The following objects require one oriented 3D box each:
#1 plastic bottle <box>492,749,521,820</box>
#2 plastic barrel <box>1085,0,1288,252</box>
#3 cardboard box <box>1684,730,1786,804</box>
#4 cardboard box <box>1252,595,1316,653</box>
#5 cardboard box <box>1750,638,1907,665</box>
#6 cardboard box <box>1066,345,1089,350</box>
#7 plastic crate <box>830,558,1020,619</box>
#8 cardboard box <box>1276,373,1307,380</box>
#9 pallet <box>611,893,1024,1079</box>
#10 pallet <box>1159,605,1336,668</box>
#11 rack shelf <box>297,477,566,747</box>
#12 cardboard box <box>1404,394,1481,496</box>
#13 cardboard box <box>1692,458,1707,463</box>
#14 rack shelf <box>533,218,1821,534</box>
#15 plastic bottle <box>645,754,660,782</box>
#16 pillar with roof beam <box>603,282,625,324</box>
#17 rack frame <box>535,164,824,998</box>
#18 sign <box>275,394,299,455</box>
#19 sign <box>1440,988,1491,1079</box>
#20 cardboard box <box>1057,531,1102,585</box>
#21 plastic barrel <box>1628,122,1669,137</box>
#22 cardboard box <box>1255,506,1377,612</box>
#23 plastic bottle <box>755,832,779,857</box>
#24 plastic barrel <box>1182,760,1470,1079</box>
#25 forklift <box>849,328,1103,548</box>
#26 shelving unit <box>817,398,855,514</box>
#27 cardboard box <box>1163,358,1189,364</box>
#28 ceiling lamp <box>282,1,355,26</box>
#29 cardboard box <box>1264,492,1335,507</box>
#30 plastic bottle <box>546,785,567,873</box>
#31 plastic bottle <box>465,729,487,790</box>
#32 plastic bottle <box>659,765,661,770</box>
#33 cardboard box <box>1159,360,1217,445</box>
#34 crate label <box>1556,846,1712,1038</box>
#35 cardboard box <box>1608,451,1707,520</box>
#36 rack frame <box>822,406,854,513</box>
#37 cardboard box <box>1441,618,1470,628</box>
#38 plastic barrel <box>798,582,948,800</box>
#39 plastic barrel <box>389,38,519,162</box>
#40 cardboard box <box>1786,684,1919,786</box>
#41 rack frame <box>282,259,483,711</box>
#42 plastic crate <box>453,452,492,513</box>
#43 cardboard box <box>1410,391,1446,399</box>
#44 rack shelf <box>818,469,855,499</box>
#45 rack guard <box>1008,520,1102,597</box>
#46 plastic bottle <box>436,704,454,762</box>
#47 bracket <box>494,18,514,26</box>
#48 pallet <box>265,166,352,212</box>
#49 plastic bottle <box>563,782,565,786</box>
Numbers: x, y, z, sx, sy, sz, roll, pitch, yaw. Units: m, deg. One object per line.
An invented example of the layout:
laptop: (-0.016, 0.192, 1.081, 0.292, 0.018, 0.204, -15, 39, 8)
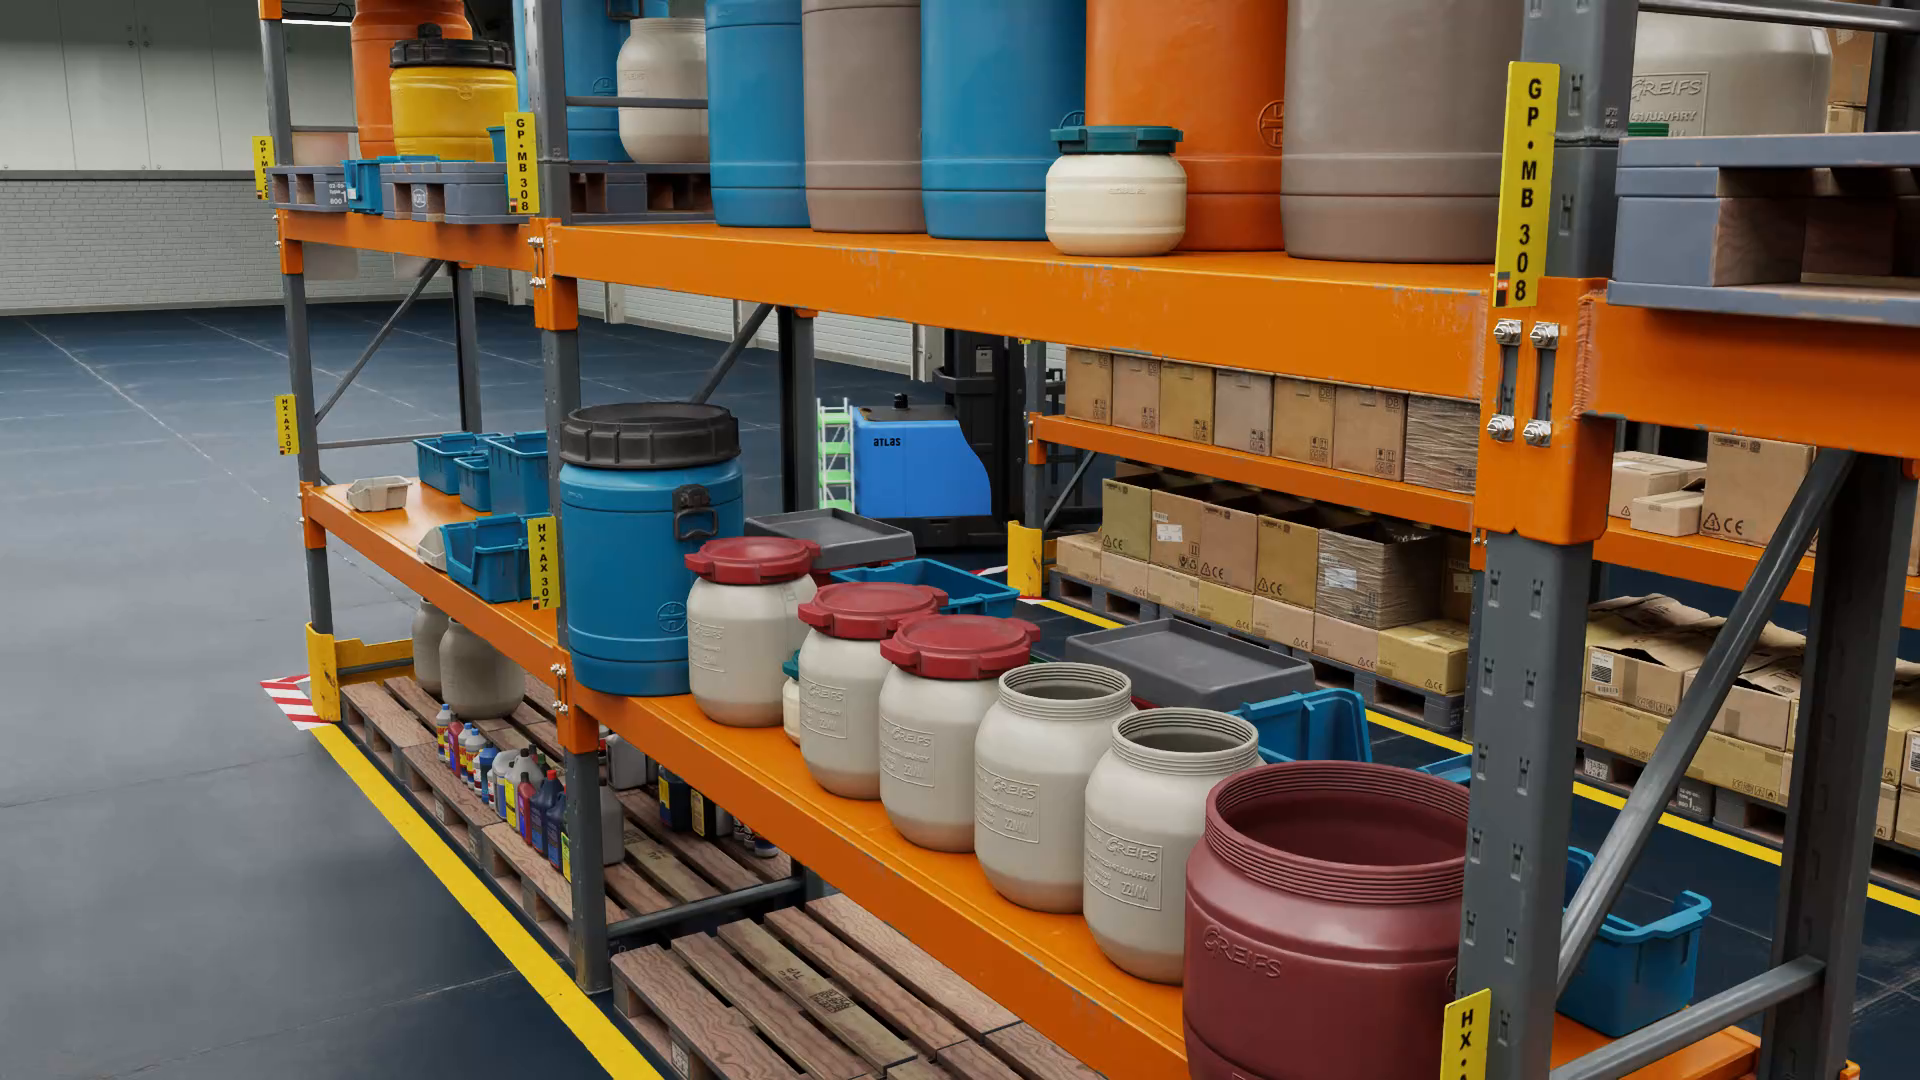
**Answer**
plastic bottle: (-1.959, 1.069, 7.298, 0.152, 0.276, 0.135, -8, 15, -32)
plastic barrel: (0.589, -1.097, 3.831, 0.600, 0.830, 0.708, -8, 15, -33)
cardboard box: (3.724, 0.991, 7.761, 0.500, 0.250, 0.500, -9, 15, -34)
cardboard box: (2.138, 0.473, 10.129, 0.500, 0.250, 0.500, -8, 15, -33)
cardboard box: (4.166, 0.652, 7.999, 0.500, 0.311, 0.500, -8, 15, -33)
cardboard box: (0.957, -1.413, 11.548, 0.380, 0.149, 0.250, -8, 15, -33)
plastic crate: (-0.120, 0.322, 5.406, 0.392, 0.384, 0.575, -8, 15, -33)
cardboard box: (2.104, -1.046, 9.870, 0.380, 0.149, 0.250, -8, 14, -31)
pallet: (-0.523, 1.652, 5.813, 1.003, 0.211, 1.213, -8, 15, -33)
pallet: (2.050, 0.568, 10.771, 1.003, 0.211, 1.213, -8, 15, -33)
rack shelf: (-2.098, 0.150, 7.836, 1.077, 0.370, 4.000, -8, 15, -33)
cardboard box: (2.884, -0.558, 9.158, 0.700, 0.500, 0.500, -9, 15, -34)
cardboard box: (6.030, -0.352, 13.270, 0.700, 0.500, 0.500, -9, 15, -36)
rack shelf: (0.118, -0.604, 4.263, 1.077, 0.370, 4.000, -8, 15, -33)
plastic bottle: (-1.432, 0.932, 7.749, 0.144, 0.351, 0.185, -8, 15, -33)
pillar with roof beam: (-10.732, -8.397, 31.194, 9.100, 9.000, 0.548, -8, 15, -33)
rack frame: (-0.990, 0.155, 6.133, 1.000, 3.000, 0.127, -8, 15, -33)
sign: (-3.667, -0.628, 9.062, 0.100, 0.325, 0.005, -8, 15, -33)
sign: (0.772, 0.853, 2.559, 0.100, 0.325, 0.005, -8, 15, -33)
cardboard box: (1.031, 0.118, 11.756, 0.500, 0.250, 0.500, -8, 15, -33)
plastic barrel: (1.047, -0.561, 2.749, 0.294, 0.245, 0.294, 0, 12, 0)
cardboard box: (2.149, 0.105, 10.056, 0.500, 0.500, 0.500, -8, 15, -33)
plastic bottle: (-0.802, 1.164, 6.874, 0.097, 0.271, 0.097, 0, 12, 0)
plastic barrel: (0.717, 0.753, 3.079, 0.600, 0.536, 0.708, -8, 15, -33)
forklift: (0.624, -1.451, 13.638, 3.031, 2.935, 1.130, -2, 12, -8)
shelving unit: (-1.000, -0.516, 13.408, 0.258, 1.200, 0.503, -2, 13, -9)
cardboard box: (1.531, -1.229, 10.710, 0.380, 0.149, 0.250, -9, 15, -35)
ceiling lamp: (-12.461, -11.551, 31.953, 2.000, 3.185, 0.800, -8, 15, -33)
cardboard box: (2.306, -0.045, 10.745, 0.500, 0.500, 0.500, -8, 15, -33)
plastic bottle: (-1.587, 1.153, 6.737, 0.144, 0.351, 0.185, -9, 15, -34)
plastic bottle: (-2.216, 0.999, 7.627, 0.097, 0.271, 0.097, 0, 12, 0)
plastic bottle: (-1.273, 1.068, 7.311, 0.097, 0.271, 0.097, 0, 12, 0)
cardboard box: (1.732, -0.925, 10.835, 0.700, 0.500, 0.500, -8, 15, -32)
crate label: (1.305, 0.829, 3.443, 0.303, 0.233, 0.416, -8, 15, -33)
cardboard box: (3.445, -0.275, 8.450, 0.500, 0.250, 0.500, -7, 14, -29)
rack frame: (-0.963, -0.464, 13.172, 0.240, 1.200, 0.015, -2, 13, -9)
cardboard box: (3.131, 0.589, 9.601, 0.500, 0.250, 0.500, -8, 15, -33)
plastic barrel: (-0.236, 0.415, 4.625, 0.433, 0.535, 0.433, 0, 12, 0)
plastic barrel: (-2.469, -2.131, 8.142, 0.600, 0.588, 0.600, 0, 12, 0)
cardboard box: (4.010, 0.809, 7.279, 0.500, 0.311, 0.500, -8, 14, -31)
rack frame: (-3.206, -0.557, 9.386, 1.000, 3.000, 0.127, -8, 15, -33)
plastic crate: (-2.325, -0.314, 8.626, 0.499, 0.251, 0.408, -8, 15, -33)
cardboard box: (2.671, -0.864, 9.038, 0.380, 0.149, 0.250, -8, 15, -34)
rack shelf: (-1.000, -0.453, 13.421, 0.258, 0.148, 0.480, -2, 13, -9)
rack guard: (0.906, 0.075, 12.351, 1.175, 0.500, 0.348, -8, 15, -33)
plastic bottle: (-2.461, 0.921, 7.987, 0.097, 0.271, 0.097, 0, 12, 0)
bracket: (-9.111, -11.158, 35.395, 0.076, 0.066, 4.783, -8, 15, -33)
pallet: (-2.830, -1.771, 8.360, 1.003, 0.211, 1.213, -8, 15, -33)
plastic bottle: (-1.584, 1.134, 7.001, 0.152, 0.276, 0.135, -8, 15, -33)
